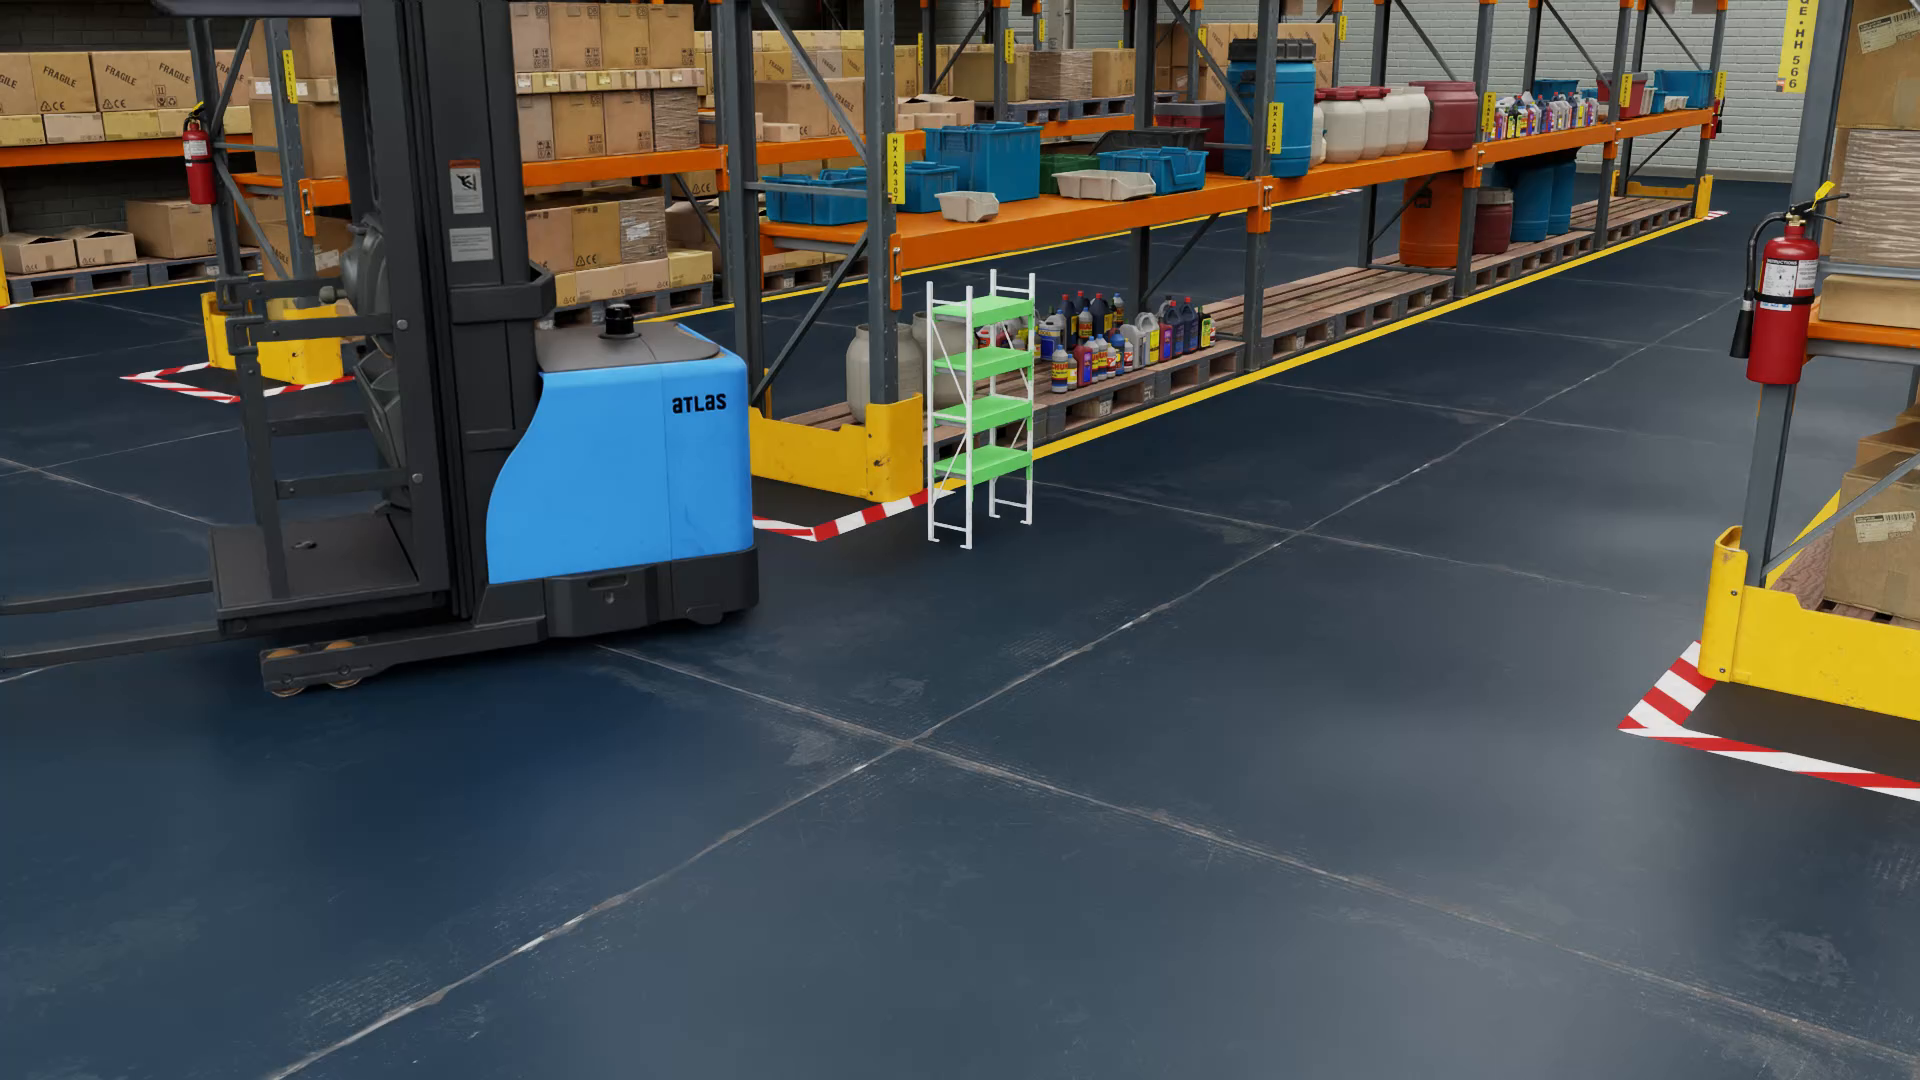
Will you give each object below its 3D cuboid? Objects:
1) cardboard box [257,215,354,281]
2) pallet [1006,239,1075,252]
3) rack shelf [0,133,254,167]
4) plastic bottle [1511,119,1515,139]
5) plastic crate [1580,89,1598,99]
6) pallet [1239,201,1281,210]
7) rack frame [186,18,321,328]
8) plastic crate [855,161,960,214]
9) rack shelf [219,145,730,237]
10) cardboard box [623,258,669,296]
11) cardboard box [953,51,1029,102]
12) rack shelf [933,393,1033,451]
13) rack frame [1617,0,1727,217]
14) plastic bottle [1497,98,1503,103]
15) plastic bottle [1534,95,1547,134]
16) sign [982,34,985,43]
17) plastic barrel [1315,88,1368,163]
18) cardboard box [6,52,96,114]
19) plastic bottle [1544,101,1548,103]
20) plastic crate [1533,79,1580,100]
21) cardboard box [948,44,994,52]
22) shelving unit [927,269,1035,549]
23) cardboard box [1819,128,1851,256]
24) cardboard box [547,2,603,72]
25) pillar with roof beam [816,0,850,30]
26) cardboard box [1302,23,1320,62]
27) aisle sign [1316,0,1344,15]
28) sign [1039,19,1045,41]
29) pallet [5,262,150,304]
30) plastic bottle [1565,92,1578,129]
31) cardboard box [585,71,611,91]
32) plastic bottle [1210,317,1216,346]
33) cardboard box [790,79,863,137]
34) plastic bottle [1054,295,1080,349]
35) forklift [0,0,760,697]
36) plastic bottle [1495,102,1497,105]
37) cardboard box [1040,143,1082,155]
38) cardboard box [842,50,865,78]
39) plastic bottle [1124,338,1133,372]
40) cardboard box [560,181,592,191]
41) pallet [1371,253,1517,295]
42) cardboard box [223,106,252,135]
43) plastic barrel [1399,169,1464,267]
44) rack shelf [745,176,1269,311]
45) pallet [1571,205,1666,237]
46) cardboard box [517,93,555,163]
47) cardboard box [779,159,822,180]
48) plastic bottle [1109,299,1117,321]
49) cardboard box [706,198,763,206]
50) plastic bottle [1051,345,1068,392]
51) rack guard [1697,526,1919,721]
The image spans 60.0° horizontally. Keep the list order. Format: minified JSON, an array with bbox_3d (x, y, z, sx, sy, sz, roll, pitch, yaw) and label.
[{"bbox_3d":[-4.638,-2.032,11.893,0.500,0.500,0.500,12,21,35],"label":"cardboard box"},{"bbox_3d":[0.523,-3.351,18.178,1.003,0.211,1.213,12,21,35],"label":"pallet"},{"bbox_3d":[-7.507,-3.613,15.535,1.077,0.370,4.000,12,21,35],"label":"rack shelf"},{"bbox_3d":[4.988,-3.751,15.100,0.097,0.201,0.097,0,17,0],"label":"plastic bottle"},{"bbox_3d":[7.416,-5.104,19.302,0.416,0.233,0.300,12,21,35],"label":"plastic crate"},{"bbox_3d":[3.568,-4.588,22.161,1.003,0.211,1.213,12,21,35],"label":"pallet"},{"bbox_3d":[-4.719,-2.606,11.078,1.000,3.000,0.127,12,21,35],"label":"rack frame"},{"bbox_3d":[-0.293,-1.985,9.328,0.499,0.251,0.408,12,21,35],"label":"plastic crate"},{"bbox_3d":[-3.527,-2.739,12.719,1.077,0.370,4.000,12,21,35],"label":"rack shelf"},{"bbox_3d":[-2.742,-2.180,13.634,0.500,0.250,0.500,12,21,35],"label":"cardboard box"},{"bbox_3d":[0.333,-4.930,17.684,0.700,0.500,0.500,5,18,16],"label":"cardboard box"},{"bbox_3d":[0.099,-0.551,7.712,0.258,0.148,0.480,12,21,35],"label":"rack shelf"},{"bbox_3d":[8.791,-5.541,20.528,1.000,3.000,0.127,12,21,35],"label":"rack frame"},{"bbox_3d":[5.516,-4.374,16.987,0.097,0.271,0.097,0,17,0],"label":"plastic bottle"},{"bbox_3d":[5.466,-4.025,15.732,0.144,0.351,0.185,12,21,35],"label":"plastic bottle"},{"bbox_3d":[0.392,-7.842,26.346,0.100,0.325,0.005,12,21,35],"label":"sign"},{"bbox_3d":[2.824,-3.111,12.476,0.433,0.535,0.433,0,17,0],"label":"plastic barrel"},{"bbox_3d":[-7.871,-3.953,14.371,0.500,0.500,0.500,12,21,35],"label":"cardboard box"},{"bbox_3d":[5.722,-4.154,16.280,0.097,0.271,0.097,0,17,0],"label":"plastic bottle"},{"bbox_3d":[6.412,-4.781,18.006,0.392,0.384,0.575,12,21,35],"label":"plastic crate"},{"bbox_3d":[0.114,-7.136,25.160,0.980,0.700,0.700,12,21,34],"label":"cardboard box"},{"bbox_3d":[0.099,-0.612,7.693,0.258,1.200,0.503,12,21,35],"label":"shelving unit"},{"bbox_3d":[3.786,-1.311,6.237,0.875,0.500,0.500,12,21,35],"label":"cardboard box"},{"bbox_3d":[-3.194,-3.880,12.823,0.700,0.500,0.500,12,21,35],"label":"cardboard box"},{"bbox_3d":[1.631,-8.763,20.787,9.100,9.000,0.400,12,21,35],"label":"pillar with roof beam"},{"bbox_3d":[4.470,-6.667,22.301,0.500,0.500,0.500,13,22,36],"label":"cardboard box"},{"bbox_3d":[5.101,-7.621,22.842,0.394,0.787,0.004,12,21,35],"label":"aisle sign"},{"bbox_3d":[1.262,-7.858,25.639,0.100,0.325,0.005,12,21,35],"label":"sign"},{"bbox_3d":[-8.141,-2.354,14.969,1.003,0.211,1.213,12,21,35],"label":"pallet"},{"bbox_3d":[6.012,-4.244,16.435,0.144,0.351,0.185,12,21,35],"label":"plastic bottle"},{"bbox_3d":[-2.933,-3.572,12.925,0.380,0.149,0.250,12,21,34],"label":"cardboard box"},{"bbox_3d":[1.675,-1.415,11.219,0.097,0.201,0.097,0,17,0],"label":"plastic bottle"},{"bbox_3d":[-1.252,-4.031,15.499,0.500,0.500,0.500,12,21,35],"label":"cardboard box"},{"bbox_3d":[0.714,-1.464,11.124,0.144,0.351,0.185,11,21,32],"label":"plastic bottle"},{"bbox_3d":[-2.368,-1.018,6.080,3.031,2.935,1.130,-8,19,-24],"label":"forklift"},{"bbox_3d":[5.274,-4.265,16.630,0.152,0.276,0.135,12,21,35],"label":"plastic bottle"},{"bbox_3d":[1.053,-4.409,19.092,0.500,0.250,0.500,12,21,34],"label":"cardboard box"},{"bbox_3d":[-1.622,-6.384,22.538,0.500,0.500,0.500,12,21,34],"label":"cardboard box"},{"bbox_3d":[1.033,-1.158,10.393,0.097,0.201,0.097,0,17,0],"label":"plastic bottle"},{"bbox_3d":[-4.720,-4.119,19.424,0.700,0.500,0.500,12,21,35],"label":"cardboard box"},{"bbox_3d":[4.460,-2.499,15.434,1.003,0.211,1.213,12,21,35],"label":"pallet"},{"bbox_3d":[-6.945,-3.965,15.673,0.500,0.250,0.500,12,21,34],"label":"cardboard box"},{"bbox_3d":[4.302,-2.919,15.037,0.600,0.830,0.708,12,21,35],"label":"plastic barrel"},{"bbox_3d":[0.449,-1.863,9.897,1.077,0.370,4.000,12,21,35],"label":"rack shelf"},{"bbox_3d":[7.541,-3.730,19.400,1.003,0.211,1.213,12,21,35],"label":"pallet"},{"bbox_3d":[-3.510,-3.132,12.603,0.700,0.500,0.500,13,22,36],"label":"cardboard box"},{"bbox_3d":[-2.359,-5.123,22.098,0.750,0.750,0.750,13,22,36],"label":"cardboard box"},{"bbox_3d":[1.014,-1.497,11.343,0.061,0.283,0.133,12,21,35],"label":"plastic bottle"},{"bbox_3d":[-2.019,-2.986,15.285,0.500,0.311,0.500,13,22,36],"label":"cardboard box"},{"bbox_3d":[0.588,-1.014,9.809,0.097,0.271,0.097,0,17,0],"label":"plastic bottle"},{"bbox_3d":[3.280,0.321,5.867,1.175,0.500,0.348,12,21,35],"label":"rack guard"}]
